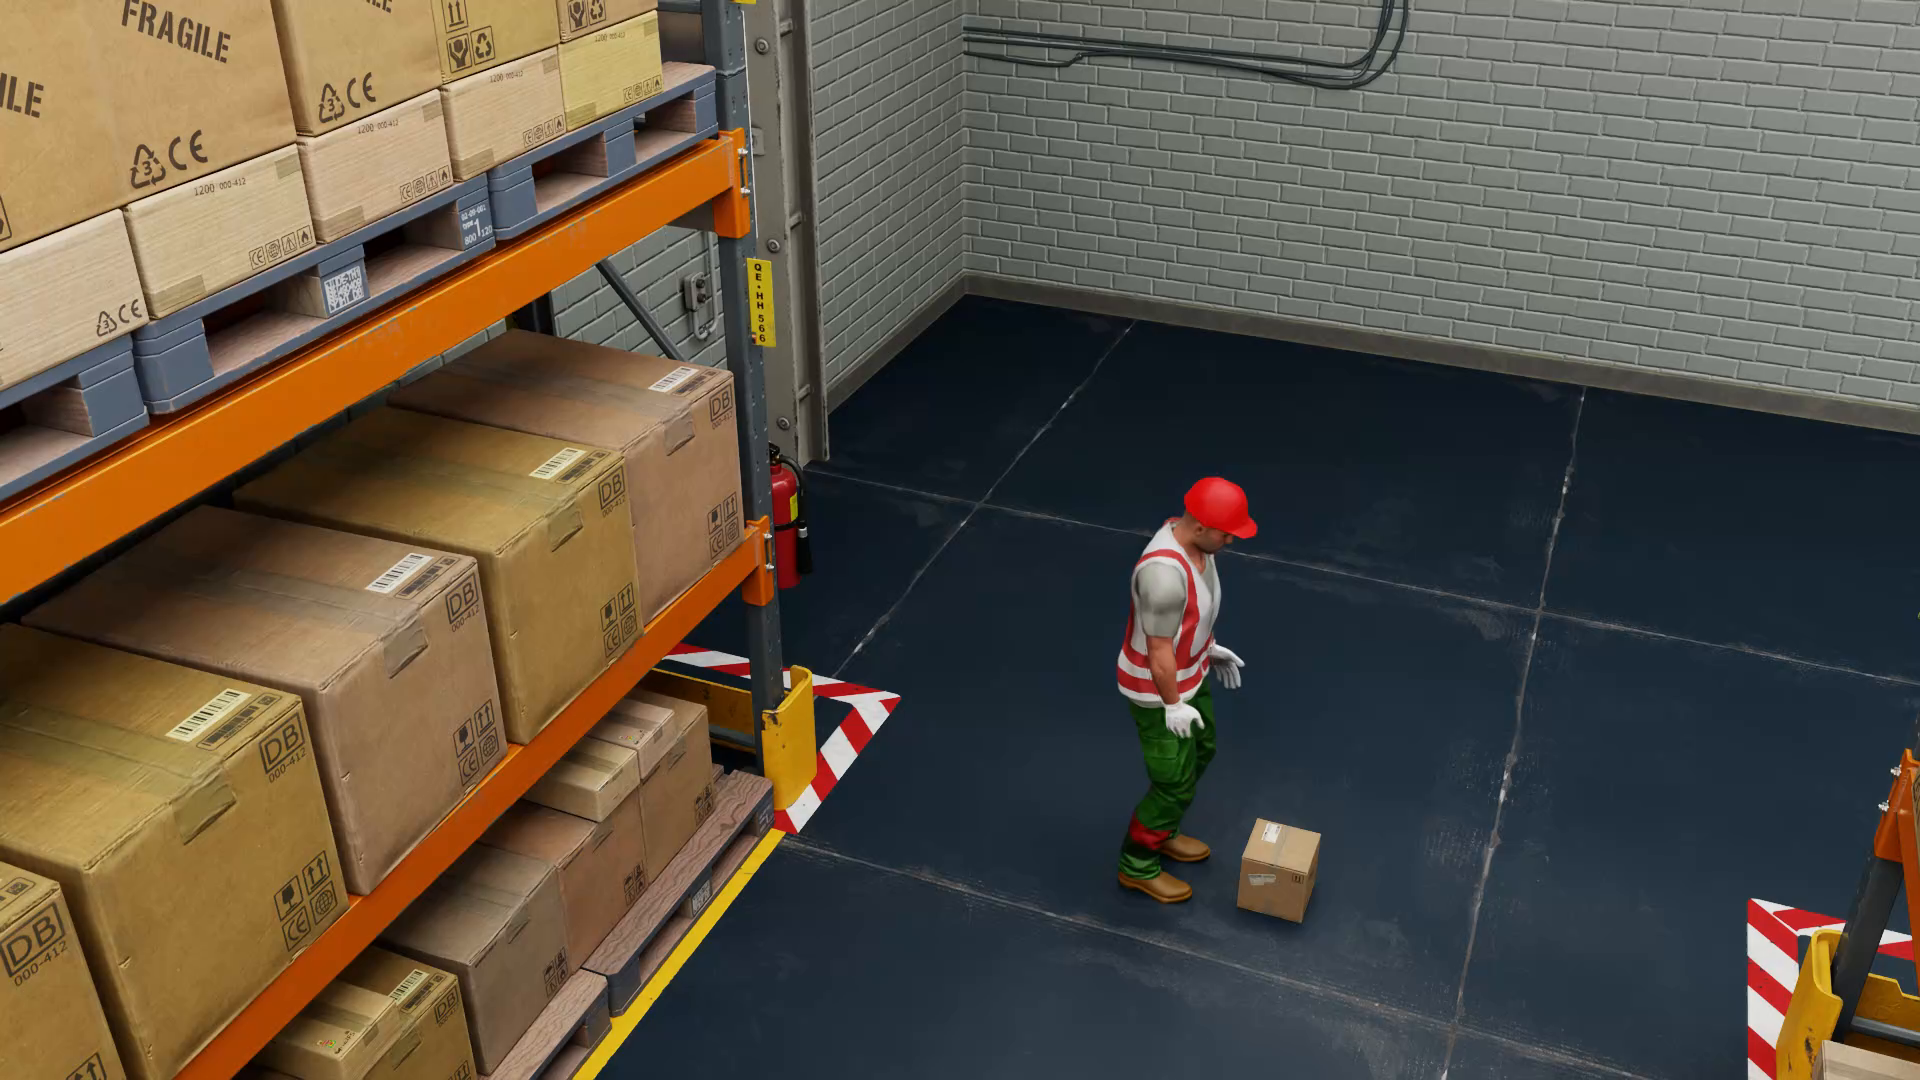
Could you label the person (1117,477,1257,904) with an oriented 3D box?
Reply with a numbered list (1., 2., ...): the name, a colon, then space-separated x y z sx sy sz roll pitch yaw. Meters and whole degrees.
1. person: 0.826 0.534 6.203 0.443 1.744 0.541 12 32 20
